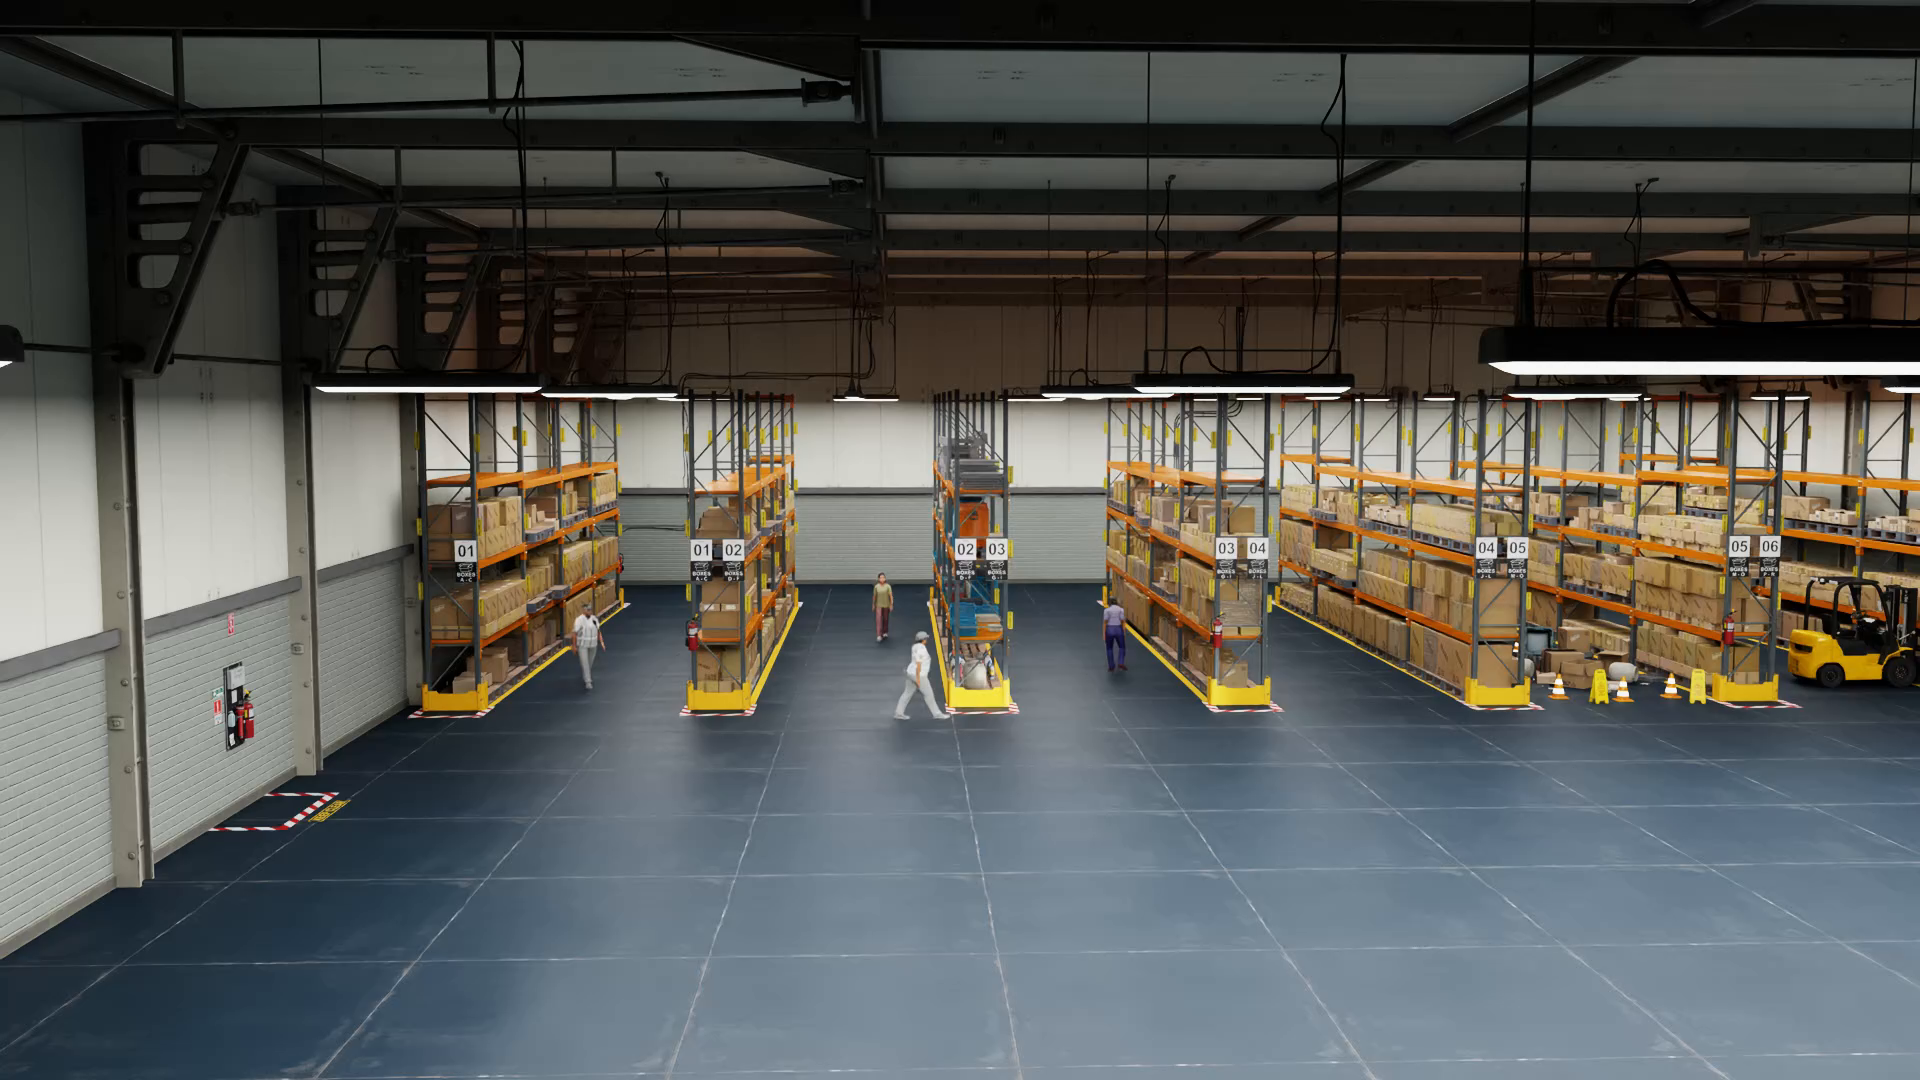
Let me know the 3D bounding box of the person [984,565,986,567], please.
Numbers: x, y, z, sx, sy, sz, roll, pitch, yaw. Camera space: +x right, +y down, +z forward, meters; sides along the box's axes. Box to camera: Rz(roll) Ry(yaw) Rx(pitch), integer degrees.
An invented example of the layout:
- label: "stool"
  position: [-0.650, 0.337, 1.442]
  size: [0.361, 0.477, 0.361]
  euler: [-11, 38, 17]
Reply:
- label: "person"
  position: [0.656, 0.970, 48.316]
  size: [0.477, 1.706, 0.507]
  euler: [3, 5, 31]

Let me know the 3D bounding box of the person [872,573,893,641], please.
- label: "person"
  position: [-1.883, 1.610, 40.368]
  size: [0.507, 1.603, 1.064]
  euler: [0, 5, -1]

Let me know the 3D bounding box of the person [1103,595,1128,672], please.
- label: "person"
  position: [3.316, 2.009, 35.573]
  size: [0.537, 1.645, 0.500]
  euler: [0, 5, -3]

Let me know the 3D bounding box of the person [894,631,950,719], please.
- label: "person"
  position: [-0.701, 2.443, 30.111]
  size: [0.995, 1.592, 0.538]
  euler: [-1, 5, -16]

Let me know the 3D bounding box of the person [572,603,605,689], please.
- label: "person"
  position: [-7.522, 2.100, 33.610]
  size: [0.621, 1.692, 1.114]
  euler: [-3, 5, -31]
